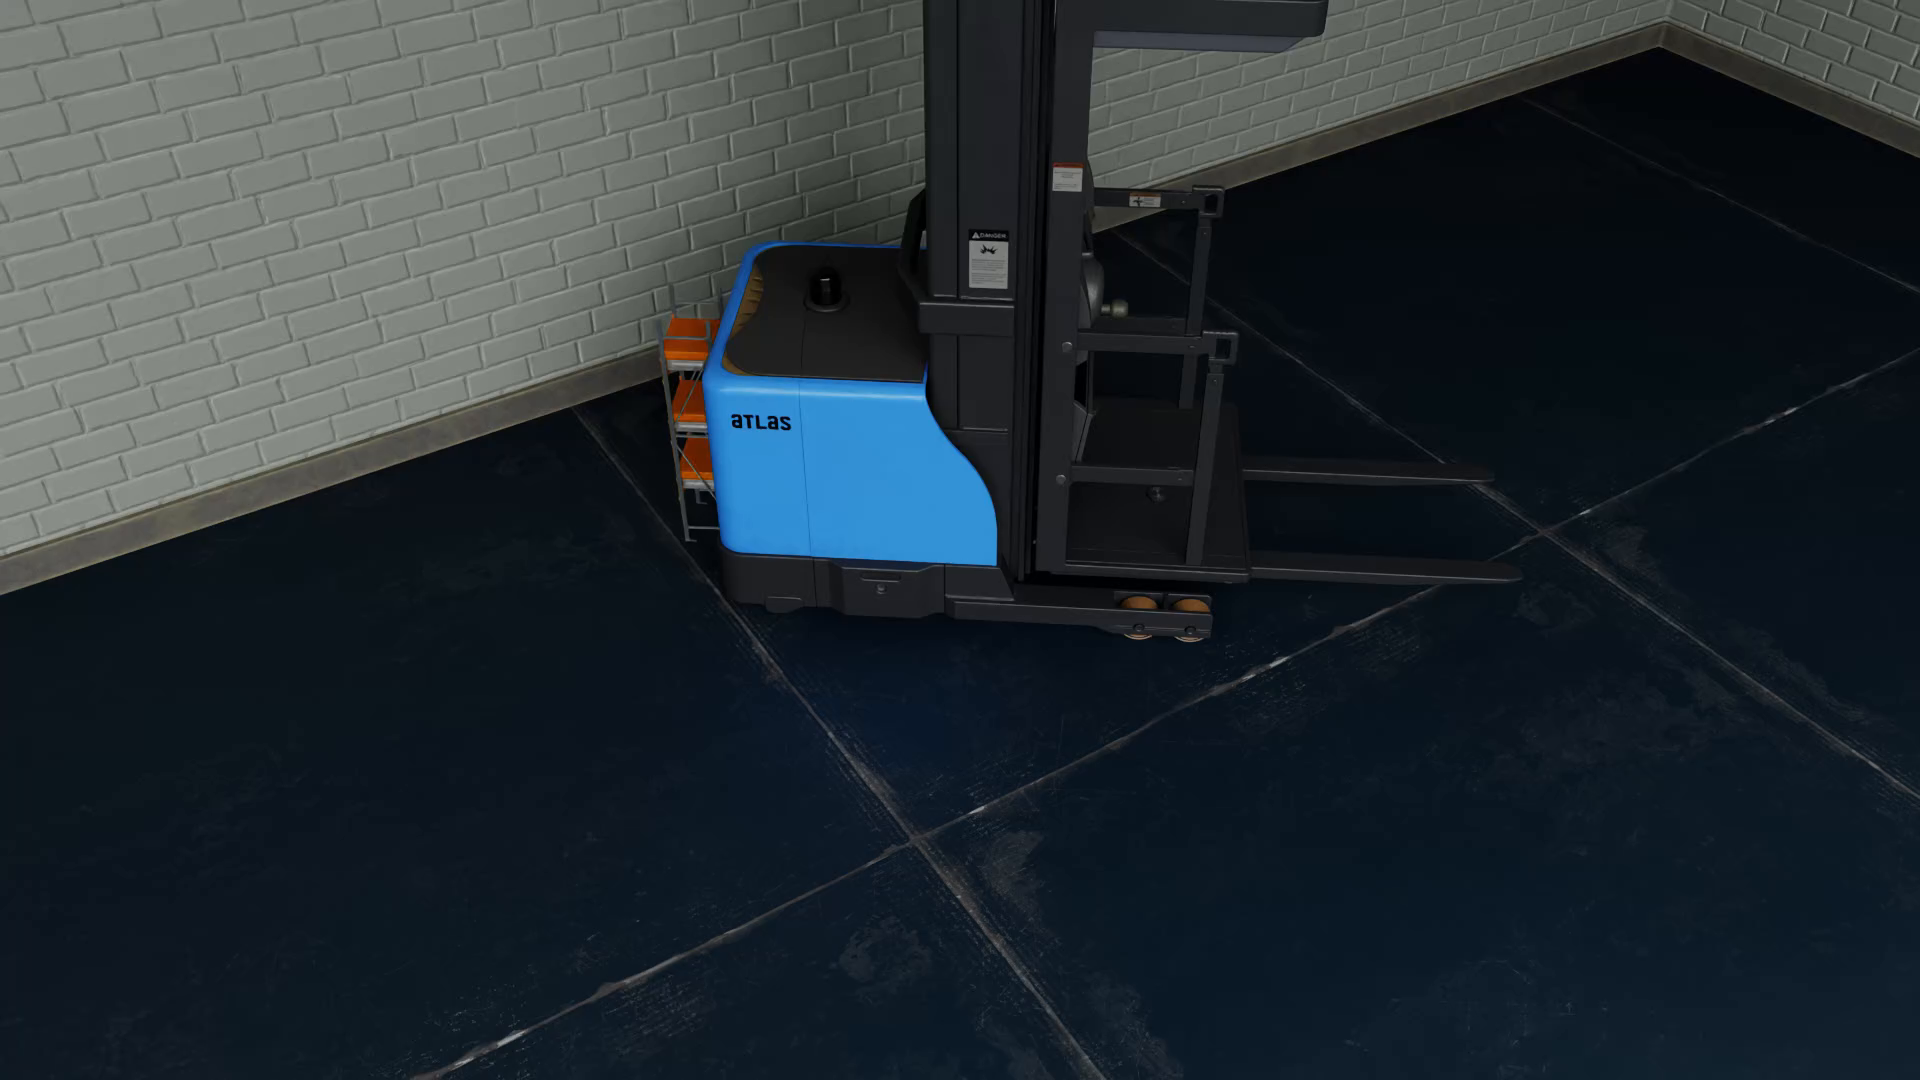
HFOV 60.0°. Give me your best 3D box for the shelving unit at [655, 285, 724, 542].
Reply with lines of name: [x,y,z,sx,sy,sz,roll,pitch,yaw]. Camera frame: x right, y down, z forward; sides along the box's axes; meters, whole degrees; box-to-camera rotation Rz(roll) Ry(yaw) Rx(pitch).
shelving unit: [-1.005,-0.475,6.499,0.215,1.050,0.252,2,40,3]

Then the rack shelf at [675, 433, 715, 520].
rack shelf: [-1.005,-0.253,6.684,0.215,0.259,0.240,2,40,3]

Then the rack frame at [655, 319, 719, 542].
rack frame: [-1.013,-0.397,6.406,0.200,1.050,0.008,2,40,3]

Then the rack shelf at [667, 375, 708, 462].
rack shelf: [-1.005,-0.466,6.506,0.215,0.259,0.240,2,40,3]

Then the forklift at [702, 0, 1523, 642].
forklift: [0.626,-1.096,5.775,3.031,2.935,1.130,3,40,3]

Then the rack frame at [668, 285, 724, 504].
rack frame: [-0.998,-0.553,6.593,0.200,1.050,0.008,2,40,3]

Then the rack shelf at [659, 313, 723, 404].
rack shelf: [-1.005,-0.684,6.325,0.215,0.259,0.240,2,40,3]
